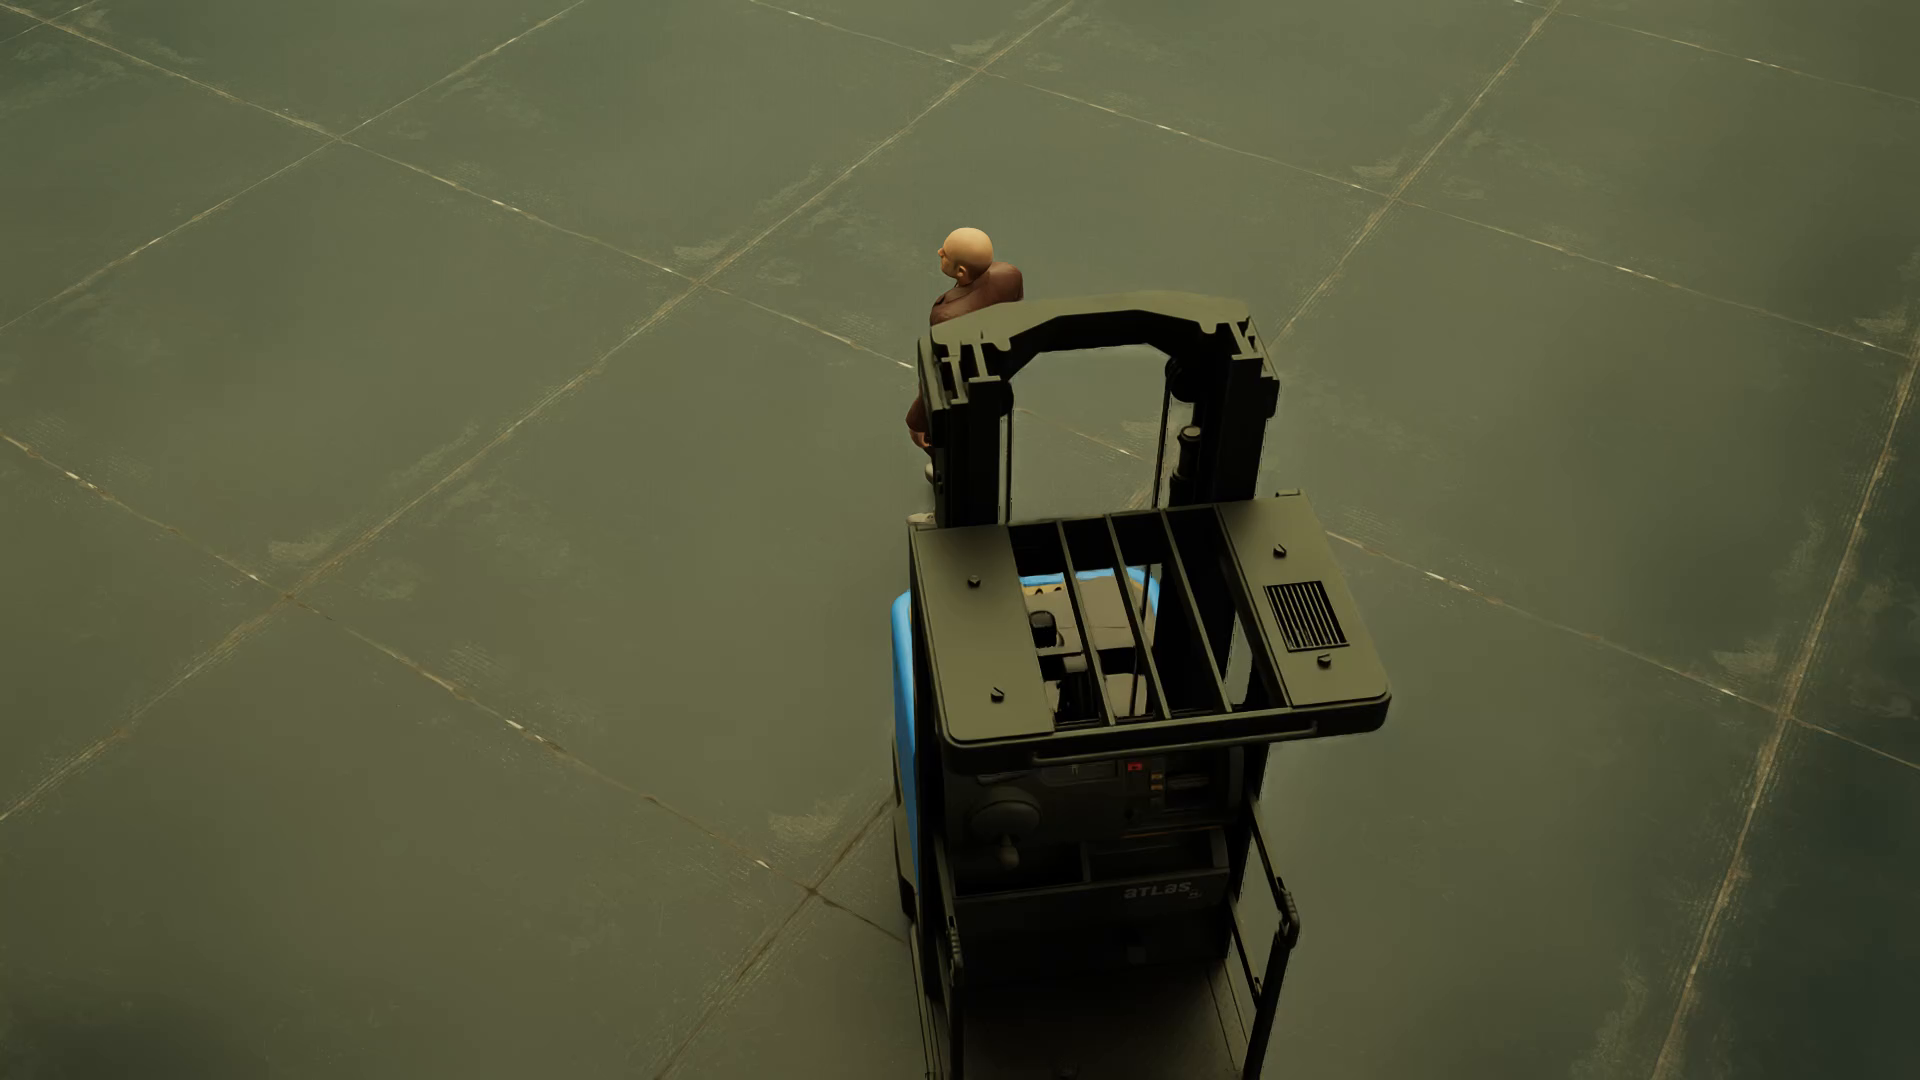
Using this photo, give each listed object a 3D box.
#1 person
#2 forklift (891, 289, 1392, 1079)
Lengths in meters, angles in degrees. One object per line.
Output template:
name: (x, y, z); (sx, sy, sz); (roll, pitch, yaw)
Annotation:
person: (-0.074, -0.687, 7.401); (0.583, 1.774, 0.694); (24, 48, 23)
forklift: (0.442, 0.865, 4.937); (1.130, 2.935, 3.031); (-5, 44, -6)
